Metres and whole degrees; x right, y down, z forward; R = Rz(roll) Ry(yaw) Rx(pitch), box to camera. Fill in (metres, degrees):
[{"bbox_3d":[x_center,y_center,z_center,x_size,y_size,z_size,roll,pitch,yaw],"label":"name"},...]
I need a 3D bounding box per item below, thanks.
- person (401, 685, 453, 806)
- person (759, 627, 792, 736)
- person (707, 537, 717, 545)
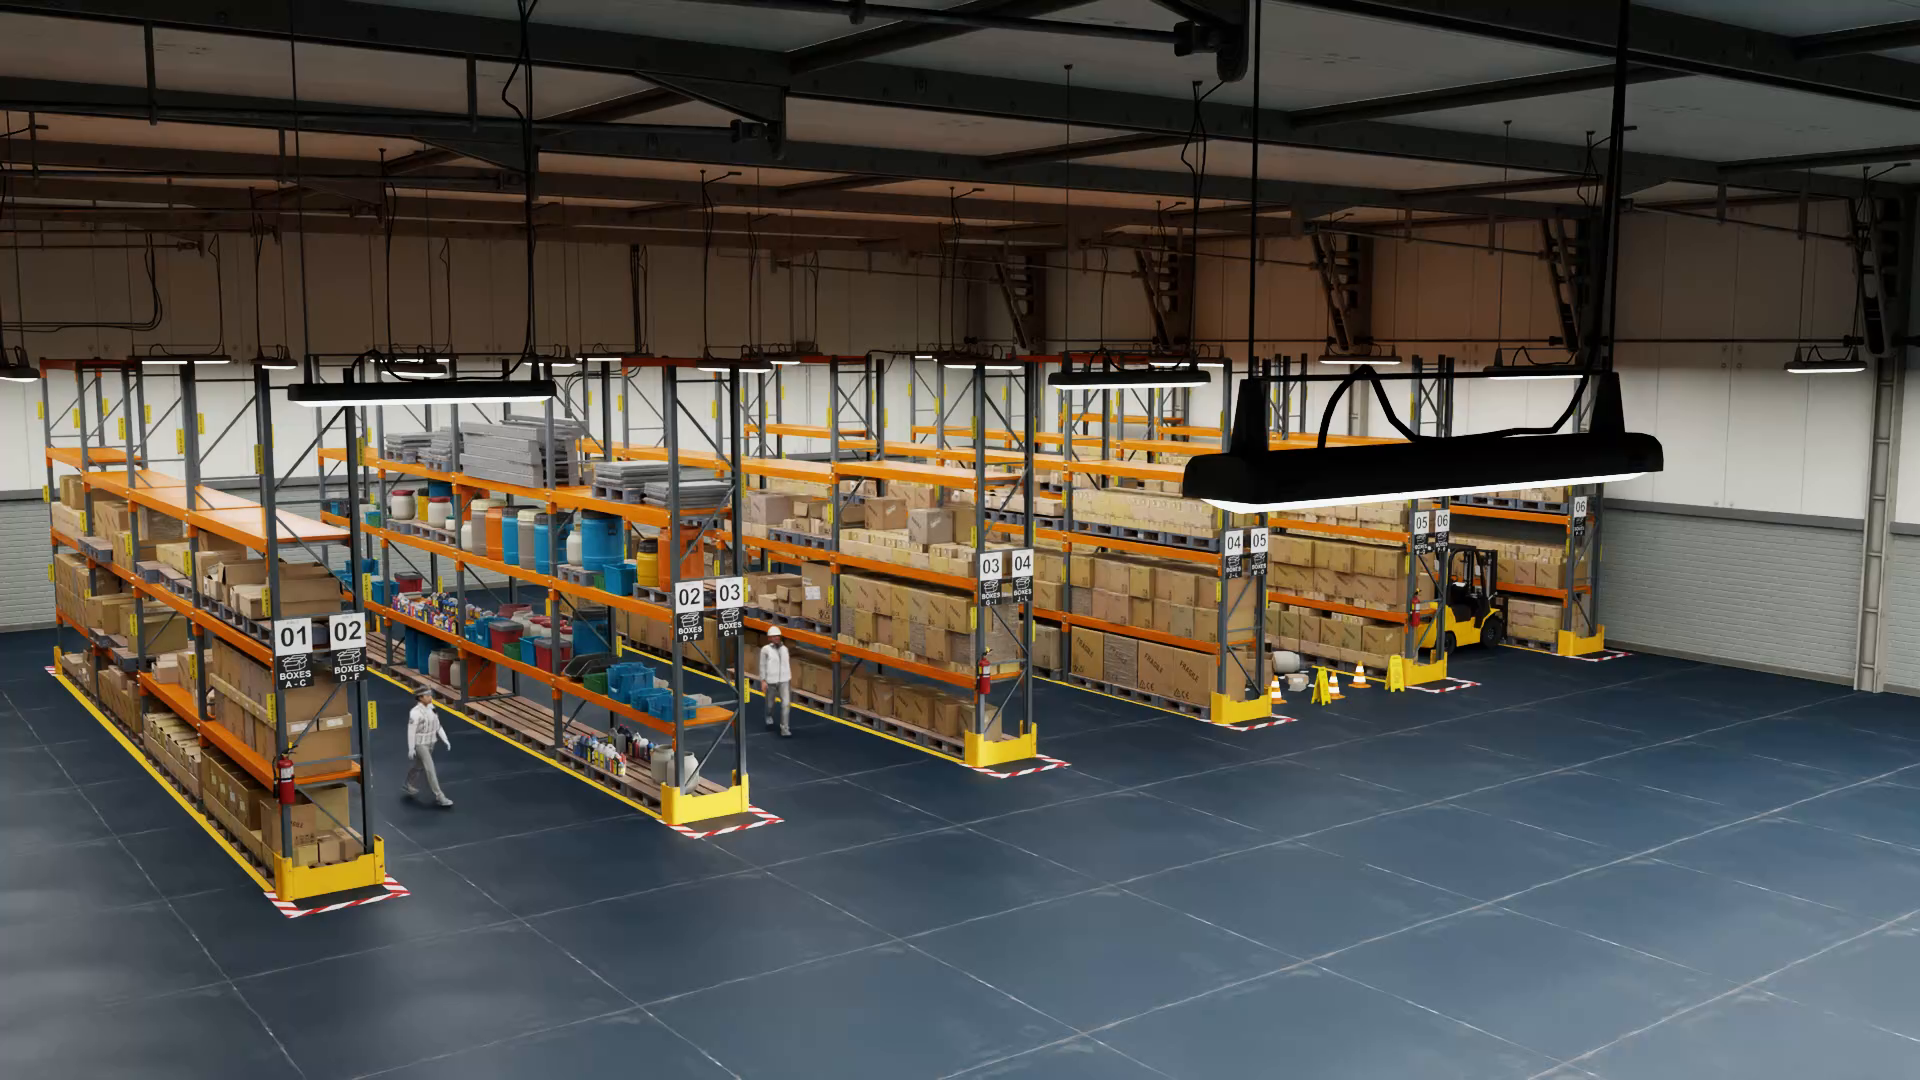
[{"bbox_3d":[-7.317,2.773,22.770,1.082,1.608,0.547,3,8,27],"label":"person"},{"bbox_3d":[-2.987,2.257,26.798,0.534,1.725,0.989,-2,7,-15],"label":"person"},{"bbox_3d":[-6.078,0.606,41.079,0.412,1.572,0.487,2,7,13],"label":"person"}]
